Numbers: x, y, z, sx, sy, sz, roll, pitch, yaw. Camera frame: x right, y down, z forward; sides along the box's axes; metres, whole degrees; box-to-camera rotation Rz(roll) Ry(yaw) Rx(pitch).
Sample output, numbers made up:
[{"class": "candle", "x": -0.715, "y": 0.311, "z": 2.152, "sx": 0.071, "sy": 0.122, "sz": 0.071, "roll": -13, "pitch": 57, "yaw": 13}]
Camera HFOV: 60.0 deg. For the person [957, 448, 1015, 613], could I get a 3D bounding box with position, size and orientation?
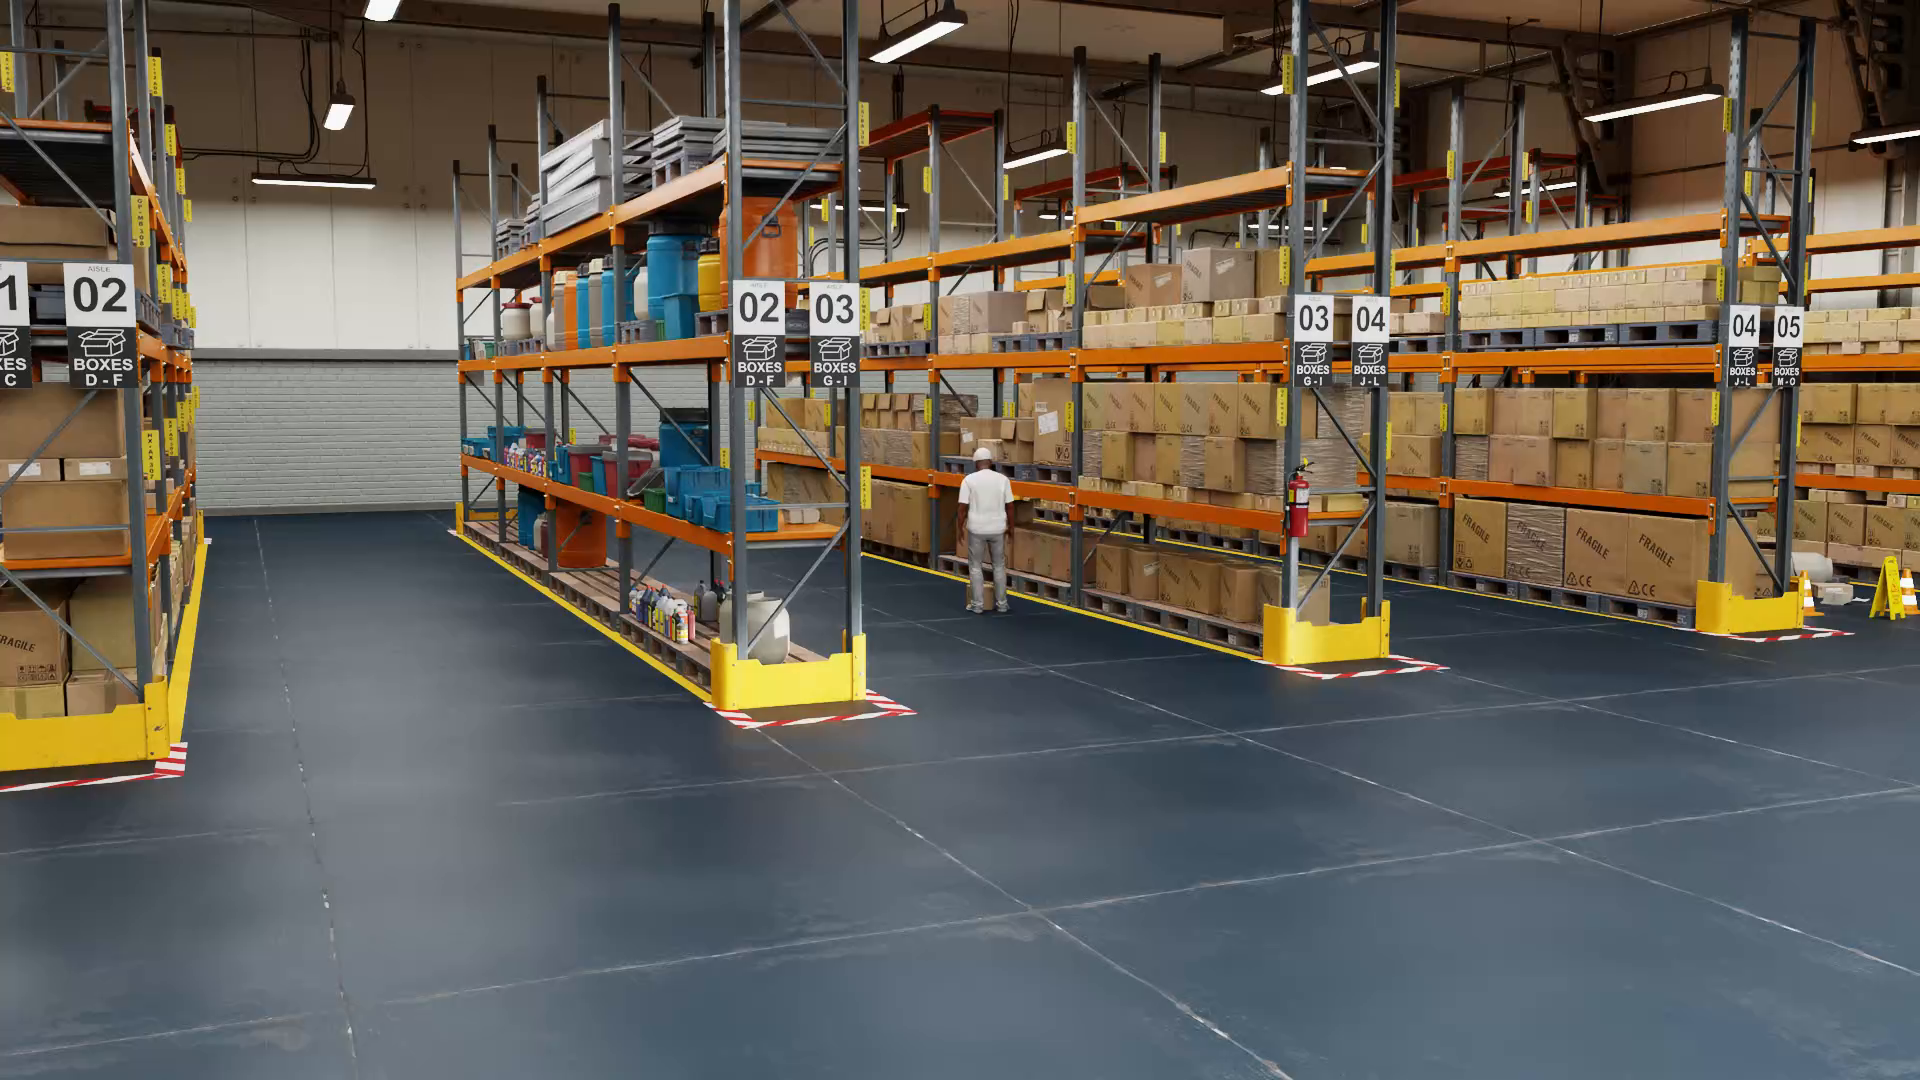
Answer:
[{"class": "person", "x": 0.278, "y": -0.108, "z": 17.818, "sx": 0.627, "sy": 1.761, "sz": 0.457, "roll": -1, "pitch": 5, "yaw": -10}]
